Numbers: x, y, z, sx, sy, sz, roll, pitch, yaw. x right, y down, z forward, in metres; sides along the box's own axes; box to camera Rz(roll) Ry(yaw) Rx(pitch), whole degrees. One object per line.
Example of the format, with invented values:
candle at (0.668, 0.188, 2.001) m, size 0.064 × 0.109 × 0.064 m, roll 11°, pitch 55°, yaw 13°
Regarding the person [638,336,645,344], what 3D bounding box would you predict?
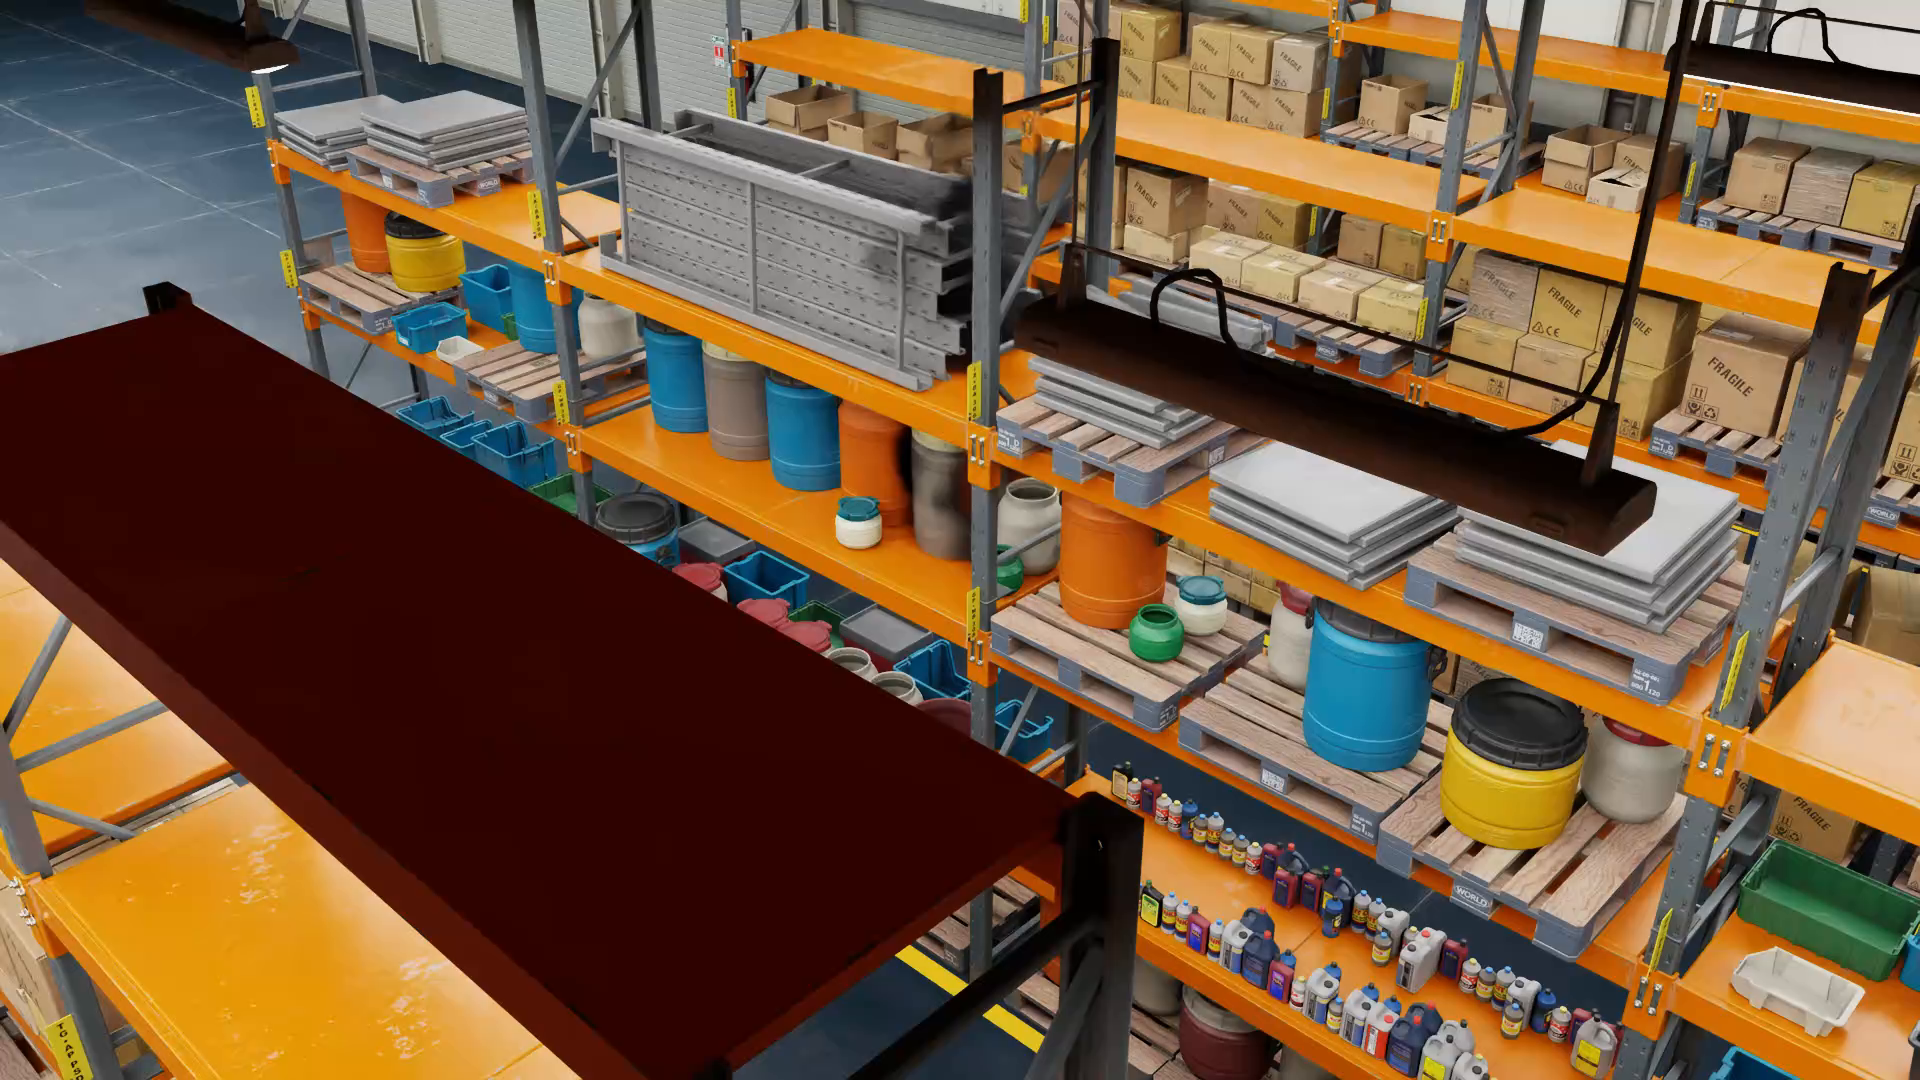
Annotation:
person at (-4.117, -2.764, 19.411) m, size 0.811 × 1.746 × 0.676 m, roll -5°, pitch 30°, yaw -9°
